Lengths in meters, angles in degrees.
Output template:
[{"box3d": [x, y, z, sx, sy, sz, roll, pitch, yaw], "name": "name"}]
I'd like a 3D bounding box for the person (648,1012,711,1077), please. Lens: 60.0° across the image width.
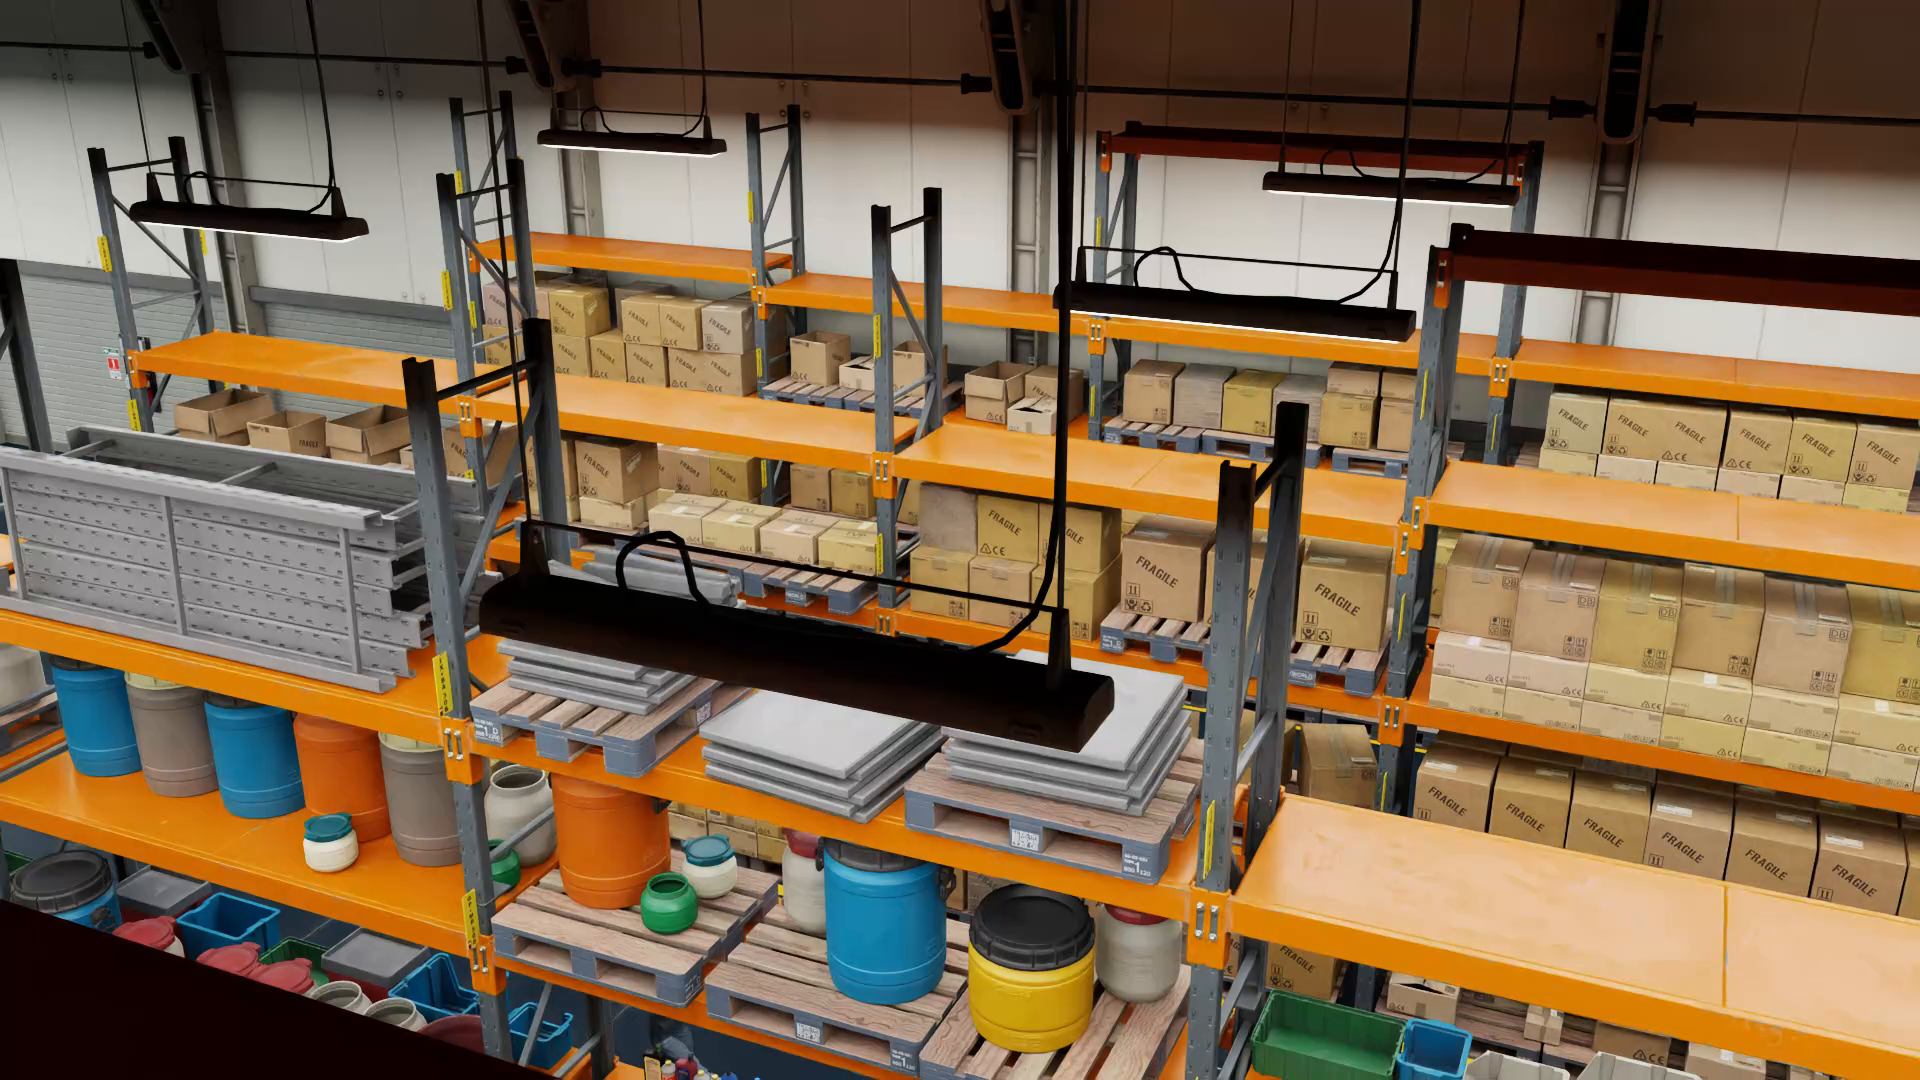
[{"box3d": [-1.963, 3.180, 11.756, 0.678, 1.740, 0.636, 14, 25, 33], "name": "person"}]
